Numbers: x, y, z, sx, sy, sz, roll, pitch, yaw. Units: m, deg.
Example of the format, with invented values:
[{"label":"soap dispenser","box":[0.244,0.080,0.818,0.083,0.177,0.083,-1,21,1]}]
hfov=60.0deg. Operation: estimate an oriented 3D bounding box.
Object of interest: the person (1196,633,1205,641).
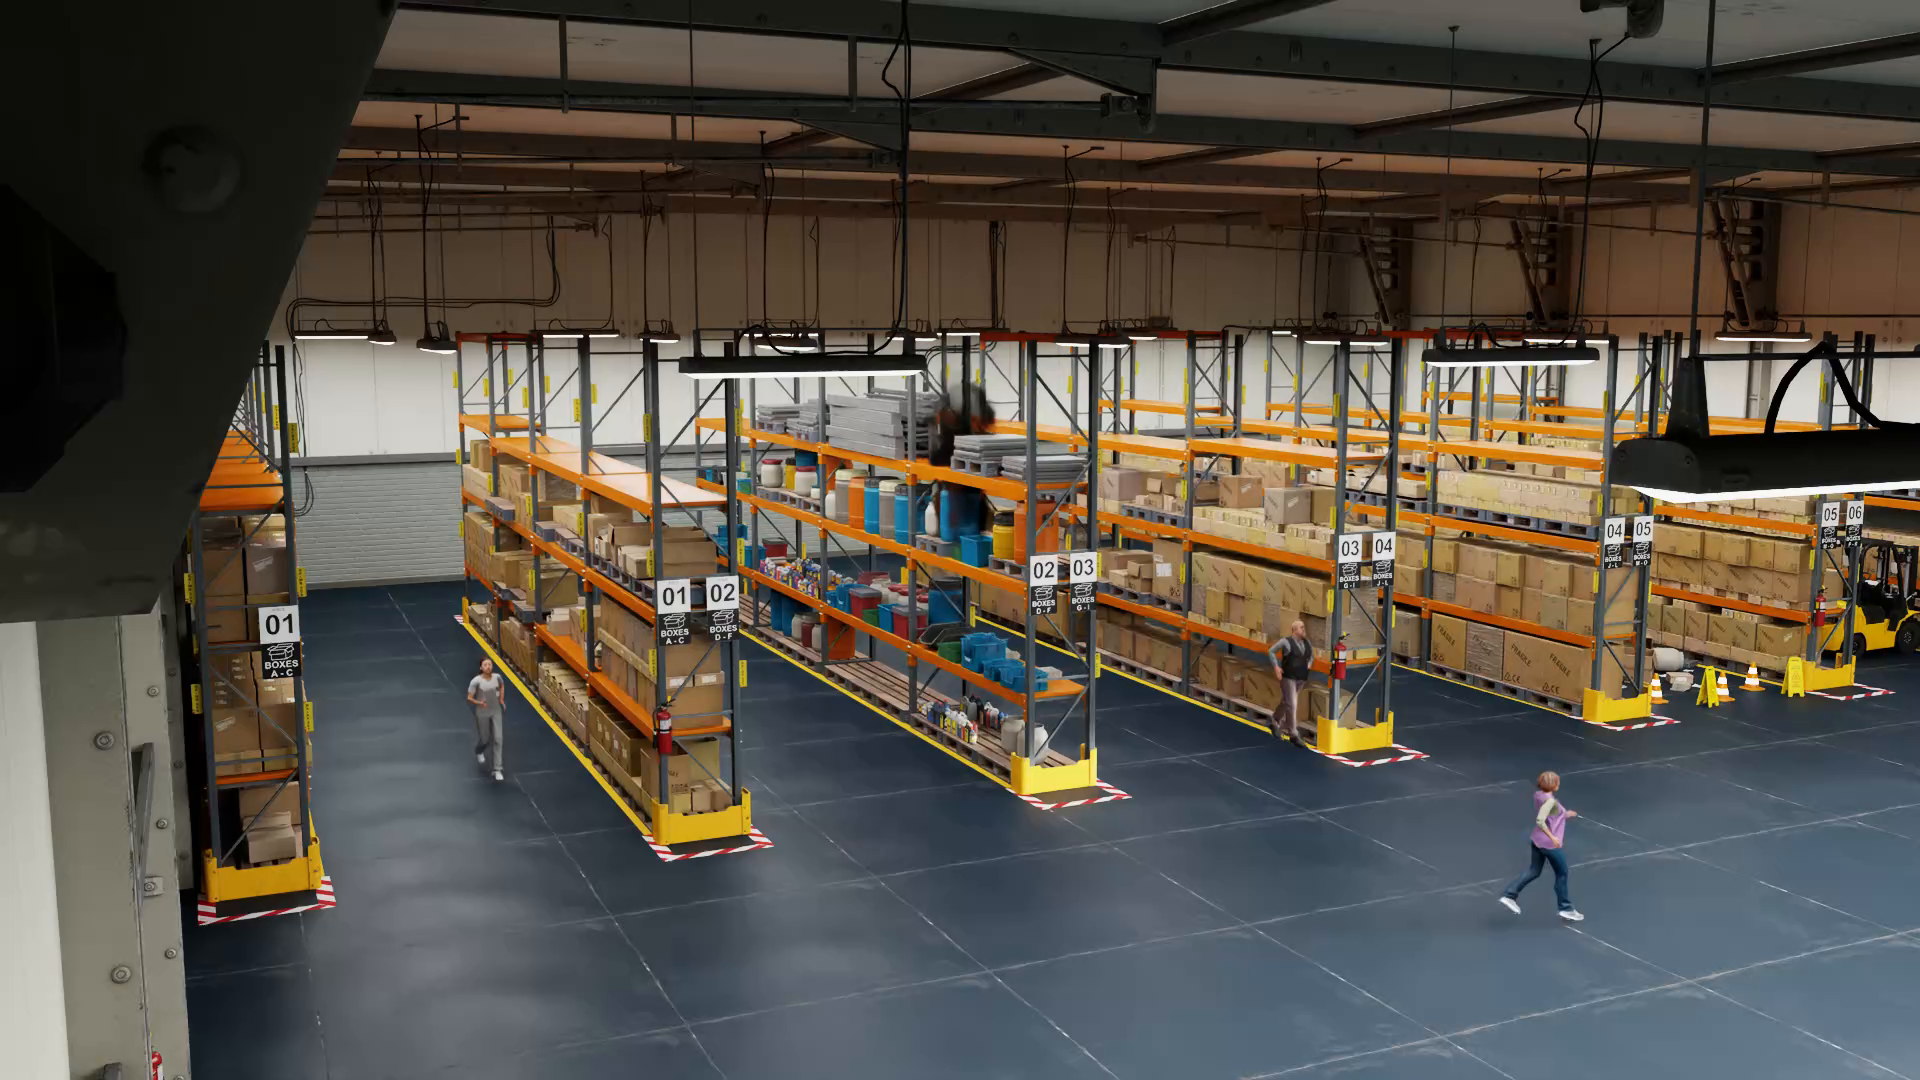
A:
[{"label":"person","box":[4.546,1.196,31.828,0.718,1.724,0.618,-5,9,-34]}]

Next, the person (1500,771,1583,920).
[{"label":"person","box":[6.111,3.190,17.356,0.878,1.596,0.531,-1,8,-8]}]

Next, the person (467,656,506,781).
[{"label":"person","box":[-6.506,2.418,22.933,0.568,1.663,0.935,-5,9,-32]}]

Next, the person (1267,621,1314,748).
[{"label":"person","box":[4.765,2.014,23.652,0.675,1.747,0.878,-5,9,-30]}]
